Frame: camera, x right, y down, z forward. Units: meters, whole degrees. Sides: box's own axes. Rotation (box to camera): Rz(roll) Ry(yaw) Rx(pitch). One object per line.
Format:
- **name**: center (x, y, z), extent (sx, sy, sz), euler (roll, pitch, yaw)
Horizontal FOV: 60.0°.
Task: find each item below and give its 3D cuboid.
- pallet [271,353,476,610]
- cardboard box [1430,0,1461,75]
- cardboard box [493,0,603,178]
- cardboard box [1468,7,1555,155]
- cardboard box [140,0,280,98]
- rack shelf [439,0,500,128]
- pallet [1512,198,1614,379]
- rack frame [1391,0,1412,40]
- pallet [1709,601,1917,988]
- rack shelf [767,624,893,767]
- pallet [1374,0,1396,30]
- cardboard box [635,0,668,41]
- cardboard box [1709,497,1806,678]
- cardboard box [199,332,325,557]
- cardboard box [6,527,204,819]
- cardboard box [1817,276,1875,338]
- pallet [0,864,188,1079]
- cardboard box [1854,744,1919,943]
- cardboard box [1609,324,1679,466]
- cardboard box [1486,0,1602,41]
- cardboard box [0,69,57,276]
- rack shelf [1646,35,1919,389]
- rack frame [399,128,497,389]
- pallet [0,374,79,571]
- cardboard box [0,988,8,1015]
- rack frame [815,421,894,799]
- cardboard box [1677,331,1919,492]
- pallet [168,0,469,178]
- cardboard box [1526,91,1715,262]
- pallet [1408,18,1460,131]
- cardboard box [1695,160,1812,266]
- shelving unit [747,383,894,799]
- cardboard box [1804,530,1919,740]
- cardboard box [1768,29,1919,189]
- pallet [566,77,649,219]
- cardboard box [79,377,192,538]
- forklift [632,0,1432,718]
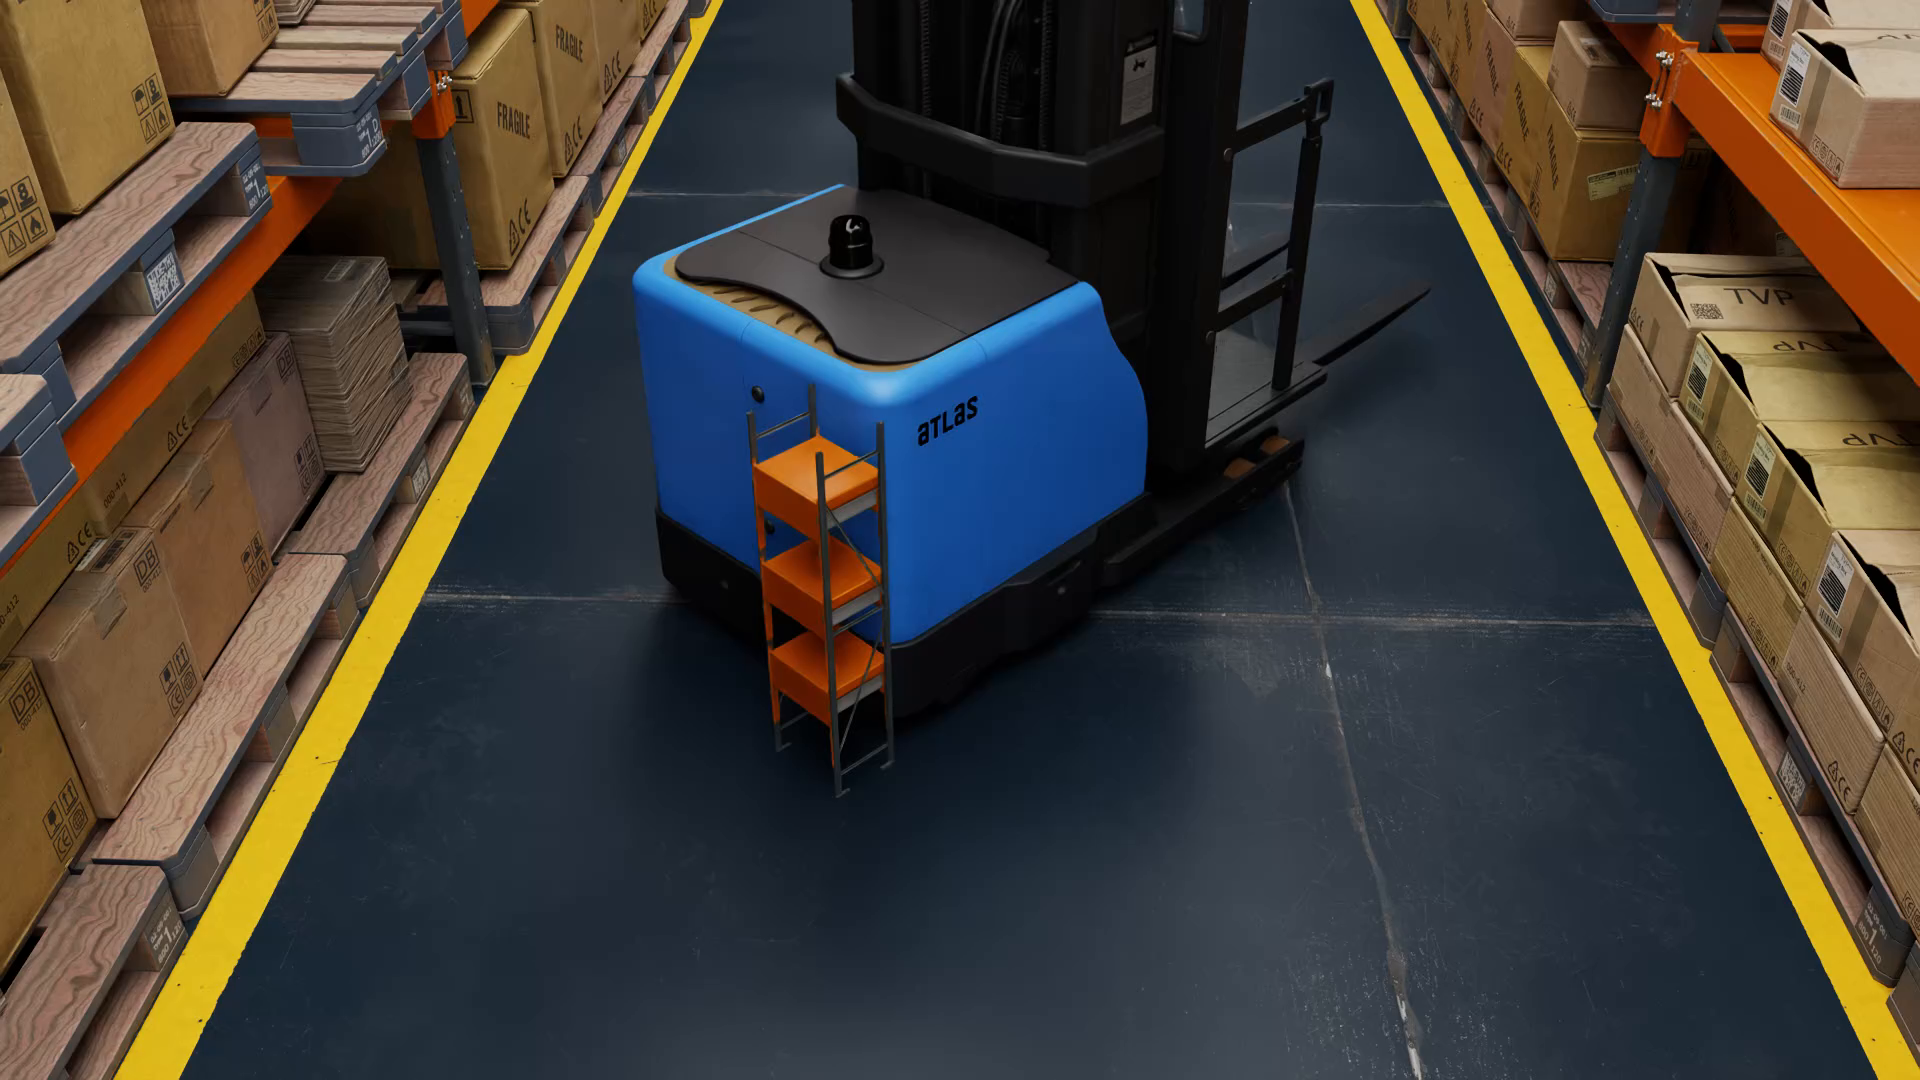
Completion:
- **pallet**: center (-2.243, -0.233, 5.398), extent (1.003, 0.211, 1.213), euler (1, 35, 2)
- **cardboard box**: center (2.627, -2.587, 8.114), extent (0.500, 0.500, 0.500), euler (2, 35, 3)
- **cardboard box**: center (-2.008, -2.038, 7.045), extent (0.750, 0.750, 0.750), euler (1, 35, 2)
- **cardboard box**: center (2.579, -2.010, 7.292), extent (0.500, 0.500, 0.500), euler (0, 35, 0)
- **cardboard box**: center (-2.214, -1.452, 4.238), extent (0.700, 0.500, 0.500), euler (-2, 35, -3)
- **rack shelf**: center (-2.129, -2.678, 7.077), extent (1.077, 0.370, 4.000), euler (1, 35, 2)
- **pallet**: center (2.808, -0.998, 6.486), extent (1.003, 0.211, 1.213), euler (1, 35, 2)
- **rack frame**: center (2.901, -4.009, 8.345), extent (1.000, 3.000, 0.127), euler (1, 35, 2)
- **pallet**: center (2.616, 0.601, 4.211), extent (1.003, 0.211, 1.213), euler (1, 35, 2)
- **rack shelf**: center (-0.334, 0.384, 4.293), extent (0.215, 0.259, 0.240), euler (-29, 44, -35)
- **pallet**: center (2.929, -3.262, 9.709), extent (1.003, 0.211, 1.213), euler (1, 35, 2)
- **cardboard box**: center (-1.945, -3.037, 8.467), extent (0.750, 0.750, 0.750), euler (2, 35, 2)
- **cardboard box**: center (2.391, 0.124, 4.491), extent (0.500, 0.250, 0.500), euler (0, 35, 1)
- **cardboard box**: center (-2.324, -0.272, 4.820), extent (0.700, 0.500, 0.500), euler (1, 35, 2)
- **cardboard box**: center (-2.326, 0.304, 4.000), extent (0.700, 0.500, 0.500), euler (2, 35, 2)
- **cardboard box**: center (2.965, -0.680, 5.148), extent (0.500, 0.311, 0.500), euler (2, 35, 3)
- **pallet**: center (-2.341, 1.169, 3.404), extent (1.003, 0.211, 1.213), euler (1, 35, 2)
- **cardboard box**: center (2.349, 0.711, 3.656), extent (0.500, 0.250, 0.500), euler (2, 35, 3)
- **cardboard box**: center (2.426, -0.463, 5.327), extent (0.500, 0.250, 0.500), euler (1, 35, 2)
- **cardboard box**: center (2.578, -2.338, 7.107), extent (0.500, 0.250, 0.500), euler (1, 35, 1)
- **cardboard box**: center (-2.291, -0.737, 3.221), extent (0.700, 0.500, 0.500), euler (6, 36, 8)
- **rack shelf**: center (2.660, -0.267, 3.647), extent (1.077, 0.370, 4.000), euler (1, 35, 2)
- **rack frame**: center (-2.210, -1.823, 5.235), extent (1.000, 3.000, 0.127), euler (1, 35, 2)
- **pallet**: center (-2.194, 0.118, 2.640), extent (1.003, 0.211, 1.213), euler (1, 35, 2)
- **cardboard box**: center (-2.358, 0.895, 3.160), extent (0.700, 0.500, 0.500), euler (2, 35, 3)
- **rack frame**: center (-0.248, 0.198, 4.056), extent (0.200, 1.050, 0.008), euler (-29, 44, -35)
- **cardboard box**: center (2.413, -0.391, 4.736), extent (0.500, 0.311, 0.500), euler (1, 35, 1)
- **pallet**: center (-2.132, -1.333, 4.704), extent (1.213, 0.211, 1.003), euler (1, 35, 2)
- **cardboard box**: center (2.543, -1.411, 6.440), extent (0.500, 0.500, 0.500), euler (3, 35, 4)
- **pallet**: center (2.906, -2.400, 8.481), extent (1.003, 0.211, 1.213), euler (1, 35, 2)
- **cardboard box**: center (3.044, -1.123, 6.030), extent (0.500, 0.500, 0.500), euler (3, 35, 4)
- **shelving unit**: center (-0.334, 0.148, 4.127), extent (0.215, 1.050, 0.252), euler (-29, 44, -35)
- **cardboard box**: center (2.370, 0.197, 3.899), extent (0.500, 0.311, 0.500), euler (1, 35, 1)
- **cardboard box**: center (2.511, -1.165, 4.376), extent (0.500, 0.311, 0.500), euler (1, 35, 1)
- **pallet**: center (-2.051, -1.832, 7.674), extent (1.003, 0.211, 1.213), euler (1, 35, 2)
- **cardboard box**: center (-2.288, -0.251, 4.137), extent (0.500, 0.250, 0.500), euler (1, 35, 2)
- **forklift**: center (0.486, -1.477, 4.803), extent (1.130, 2.935, 3.031), euler (29, 44, 34)
